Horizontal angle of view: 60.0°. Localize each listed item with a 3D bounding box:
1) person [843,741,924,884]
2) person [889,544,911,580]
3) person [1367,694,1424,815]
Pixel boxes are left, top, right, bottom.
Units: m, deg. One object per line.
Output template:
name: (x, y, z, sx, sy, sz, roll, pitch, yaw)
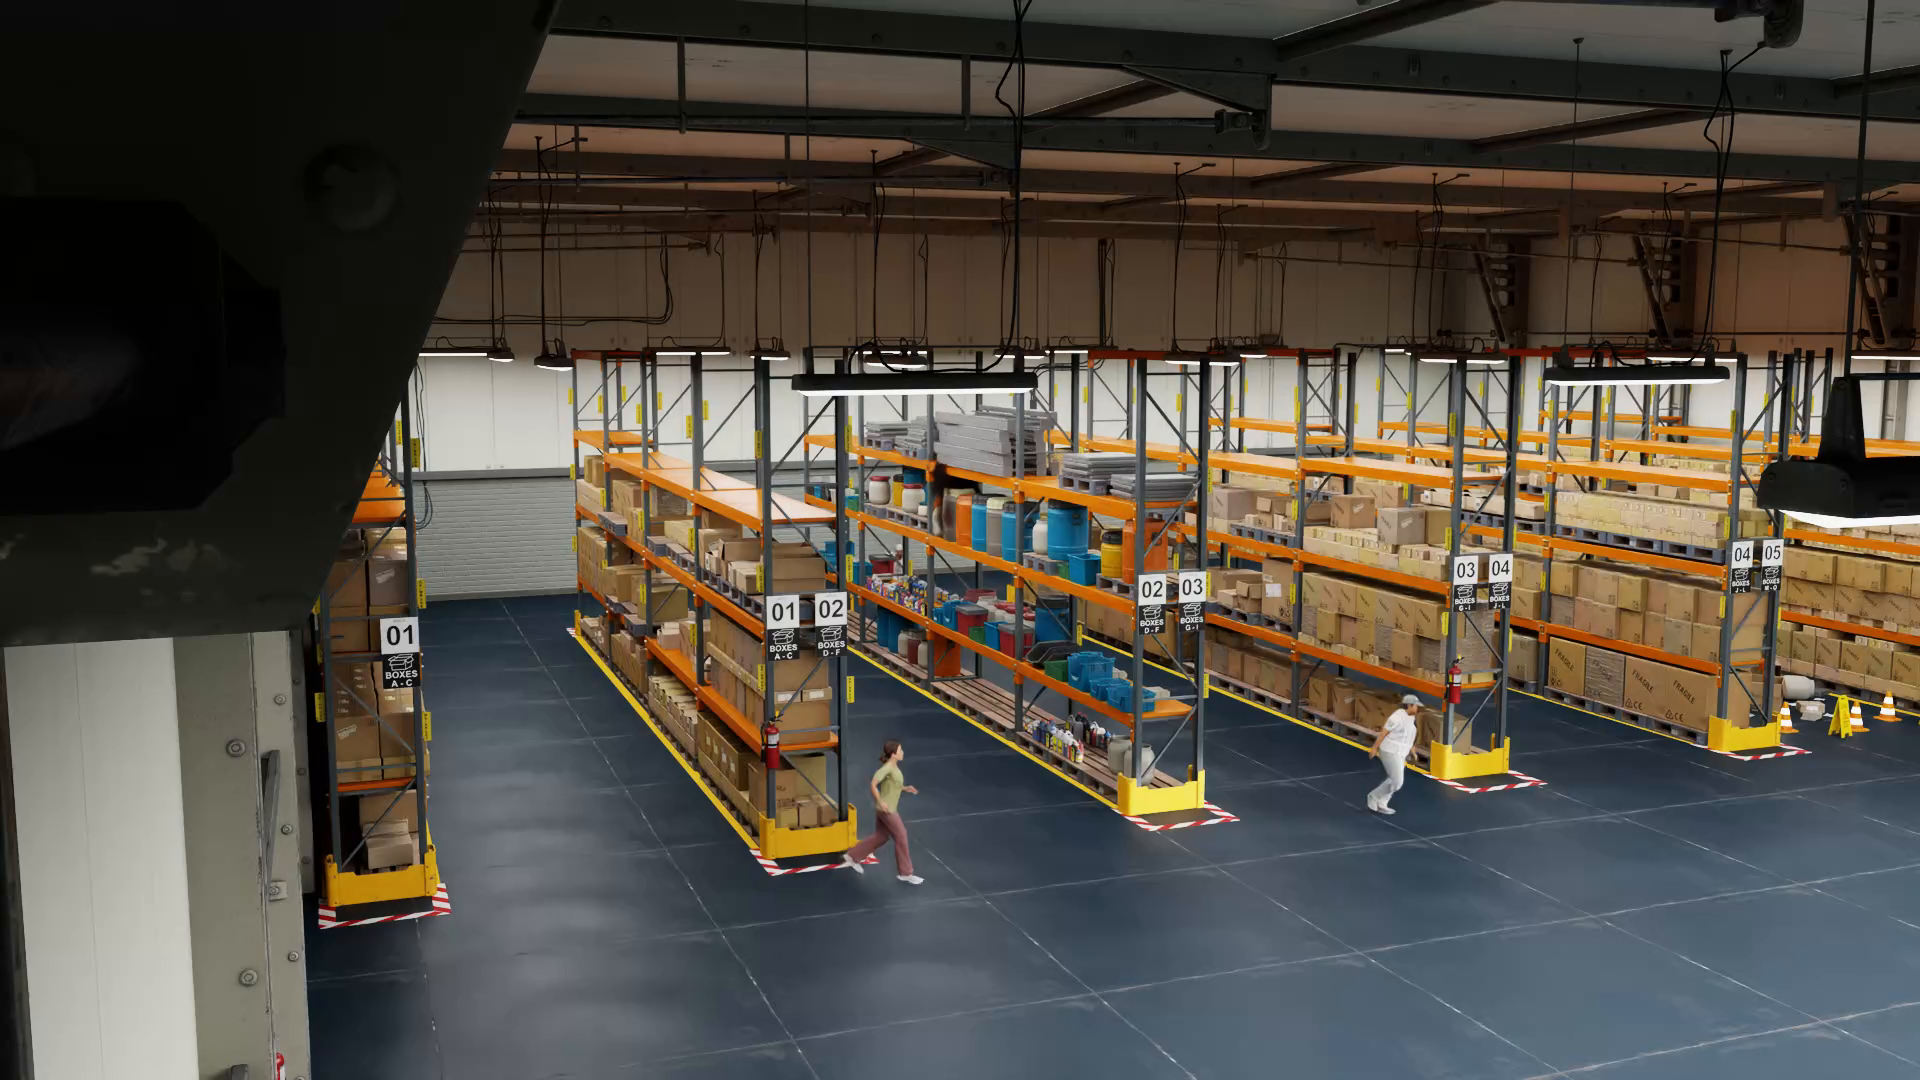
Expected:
person: (-0.890, 3.133, 19.190, 0.947, 1.673, 0.551, 0, 7, 1)
person: (-1.418, 0.884, 37.212, 0.717, 1.644, 0.902, -3, 8, -20)
person: (5.738, 2.826, 21.886, 0.611, 1.617, 0.650, 5, 9, 37)
